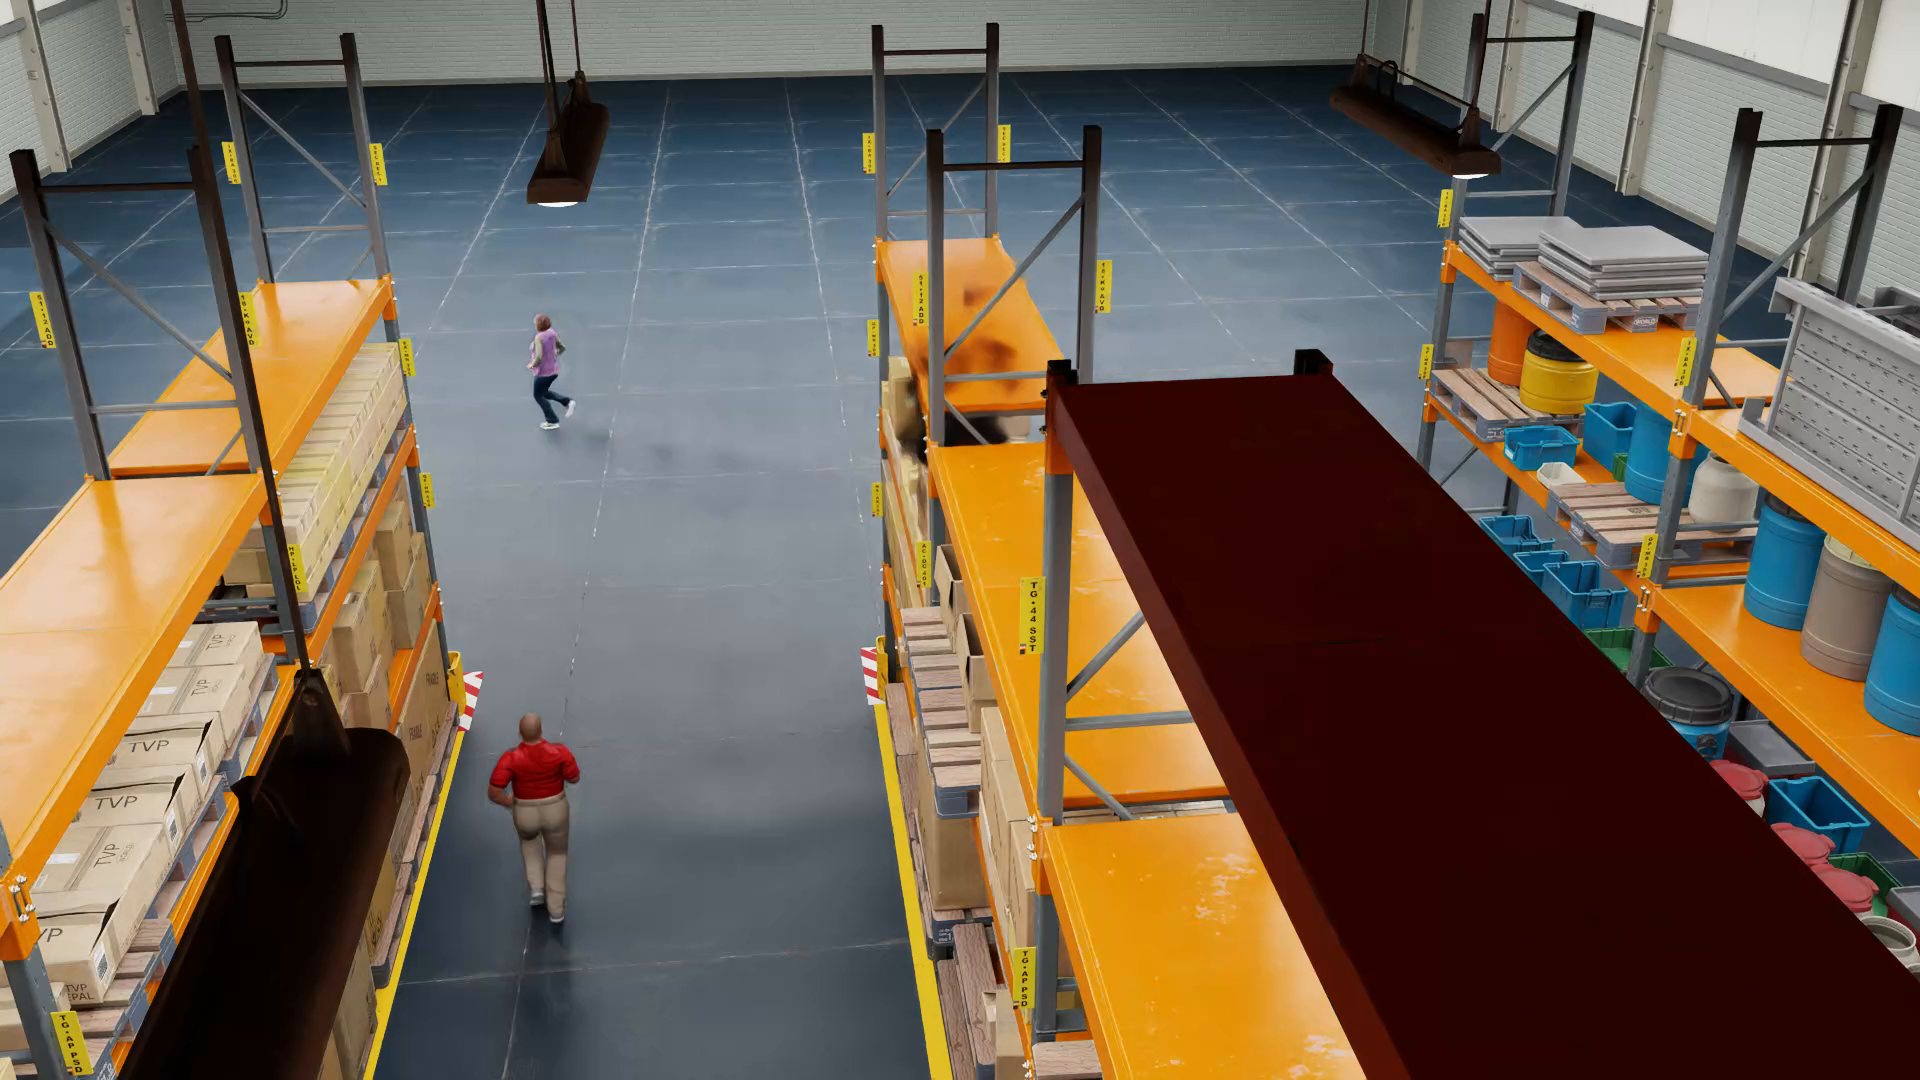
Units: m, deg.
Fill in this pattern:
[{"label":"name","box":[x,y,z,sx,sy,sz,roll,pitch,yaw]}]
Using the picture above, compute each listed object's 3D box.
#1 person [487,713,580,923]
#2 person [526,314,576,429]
[{"label":"person","box":[-3.112,2.014,12.334,0.643,1.748,0.676,-4,26,-9]},{"label":"person","box":[-5.231,-2.132,21.203,0.544,1.559,0.544,10,27,20]}]
